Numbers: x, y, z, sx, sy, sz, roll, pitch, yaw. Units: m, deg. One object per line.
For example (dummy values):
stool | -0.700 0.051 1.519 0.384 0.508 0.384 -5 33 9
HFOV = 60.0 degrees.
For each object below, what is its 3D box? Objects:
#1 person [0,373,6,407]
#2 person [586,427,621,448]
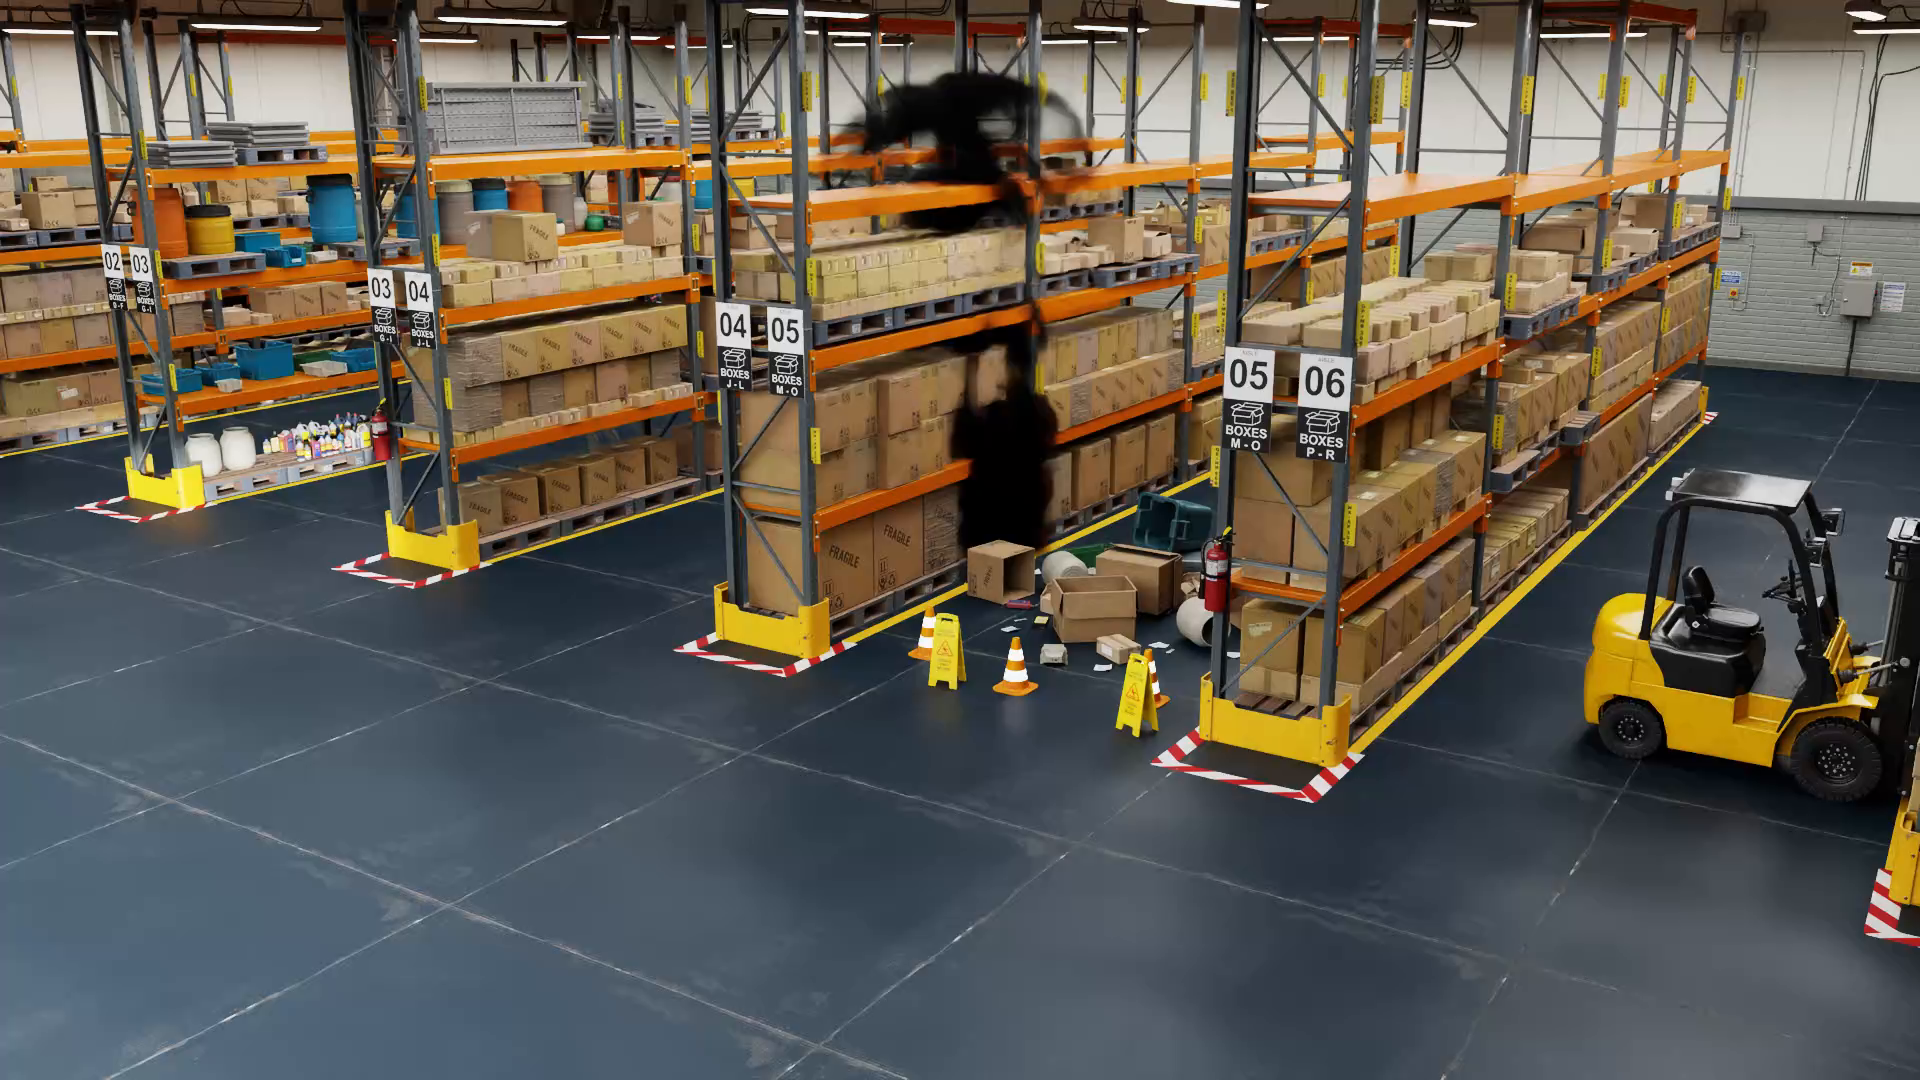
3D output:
person | -14.859 -2.657 25.536 0.674 1.719 0.569 9 18 29
person | -4.888 -1.826 22.678 0.601 1.757 0.675 9 18 30
